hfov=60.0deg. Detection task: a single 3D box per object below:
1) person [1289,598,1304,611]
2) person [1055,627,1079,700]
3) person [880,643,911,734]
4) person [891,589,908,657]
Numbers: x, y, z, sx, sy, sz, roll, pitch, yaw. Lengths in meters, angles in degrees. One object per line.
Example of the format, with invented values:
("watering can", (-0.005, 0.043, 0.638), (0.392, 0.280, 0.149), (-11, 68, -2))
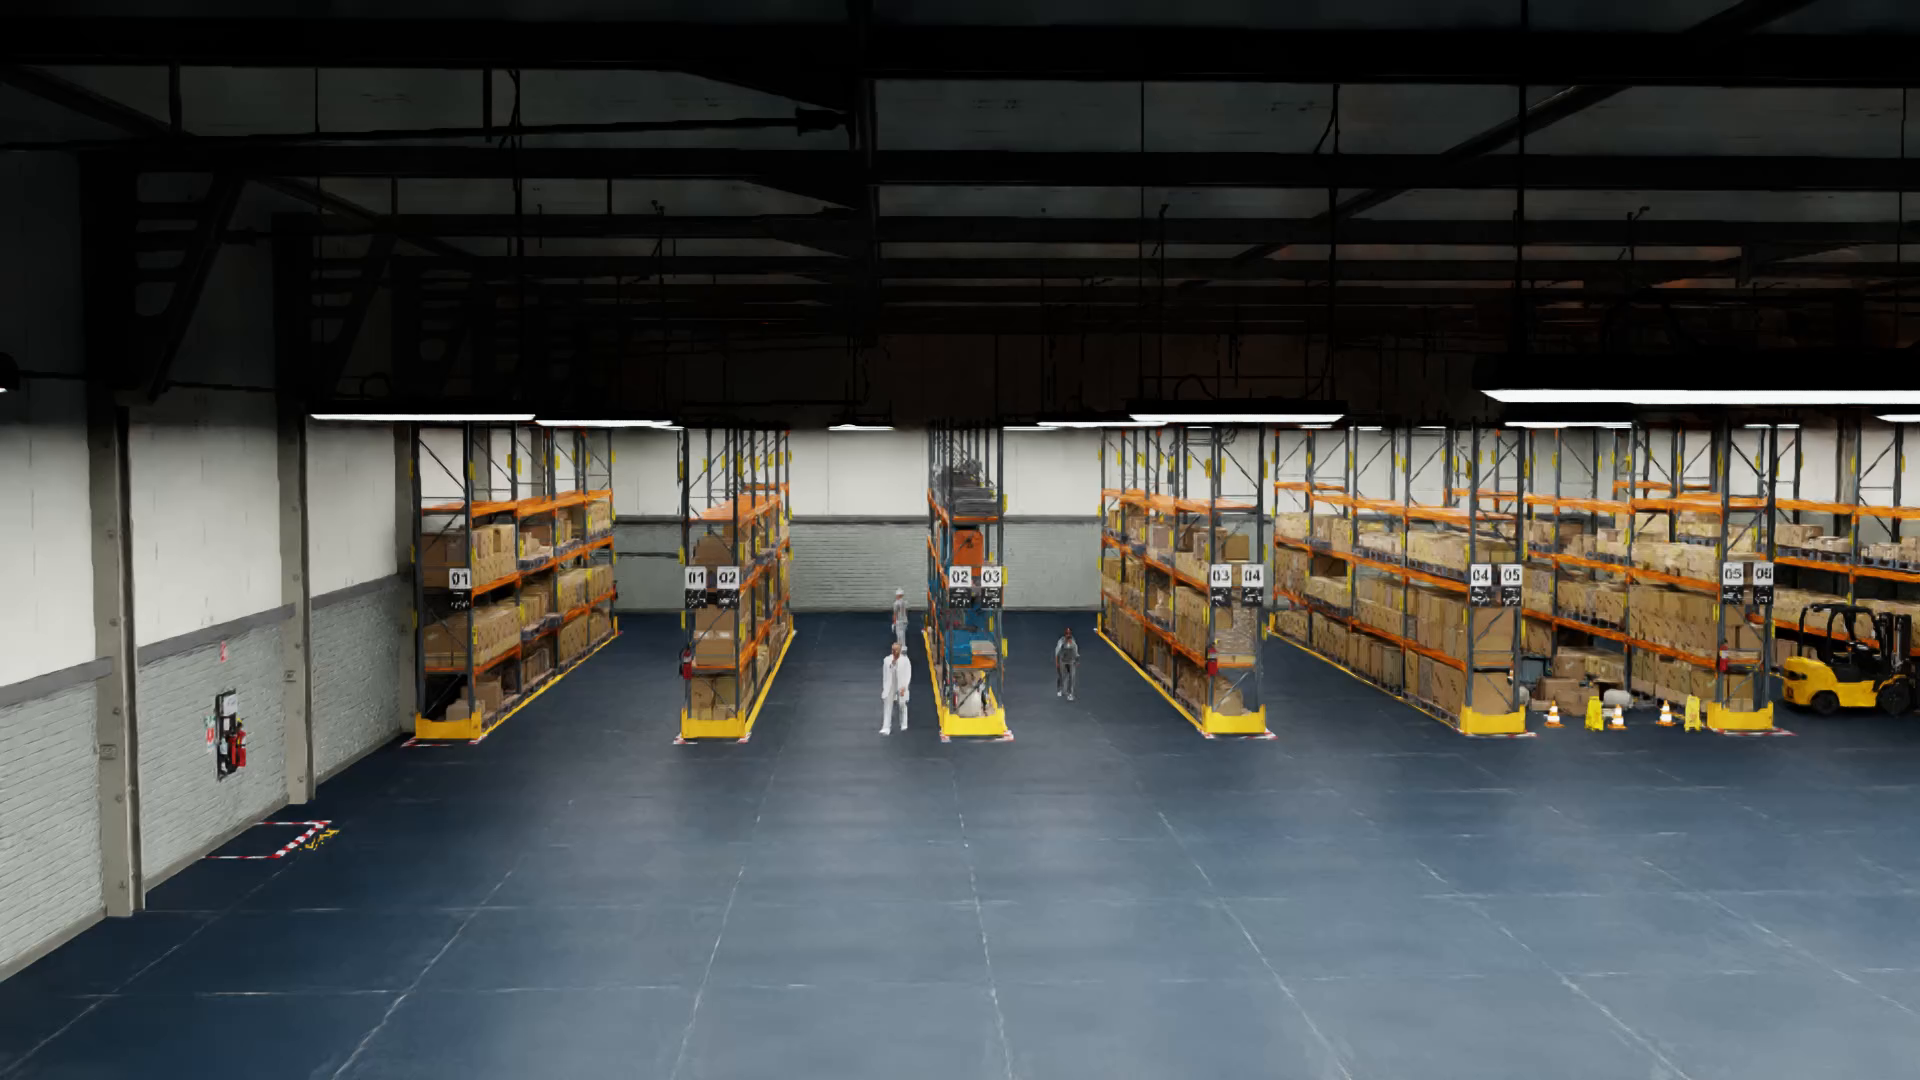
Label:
("person", (10.296, 1.595, 50.793), (0.446, 1.603, 1.018), (-1, 4, -11))
("person", (2.268, 2.620, 35.702), (0.542, 1.556, 0.613), (-1, 4, -11))
("person", (-1.202, 2.793, 31.480), (0.575, 1.714, 1.099), (0, 4, 8))
("person", (-1.525, 2.106, 41.553), (0.570, 1.786, 0.653), (2, 4, 24))
